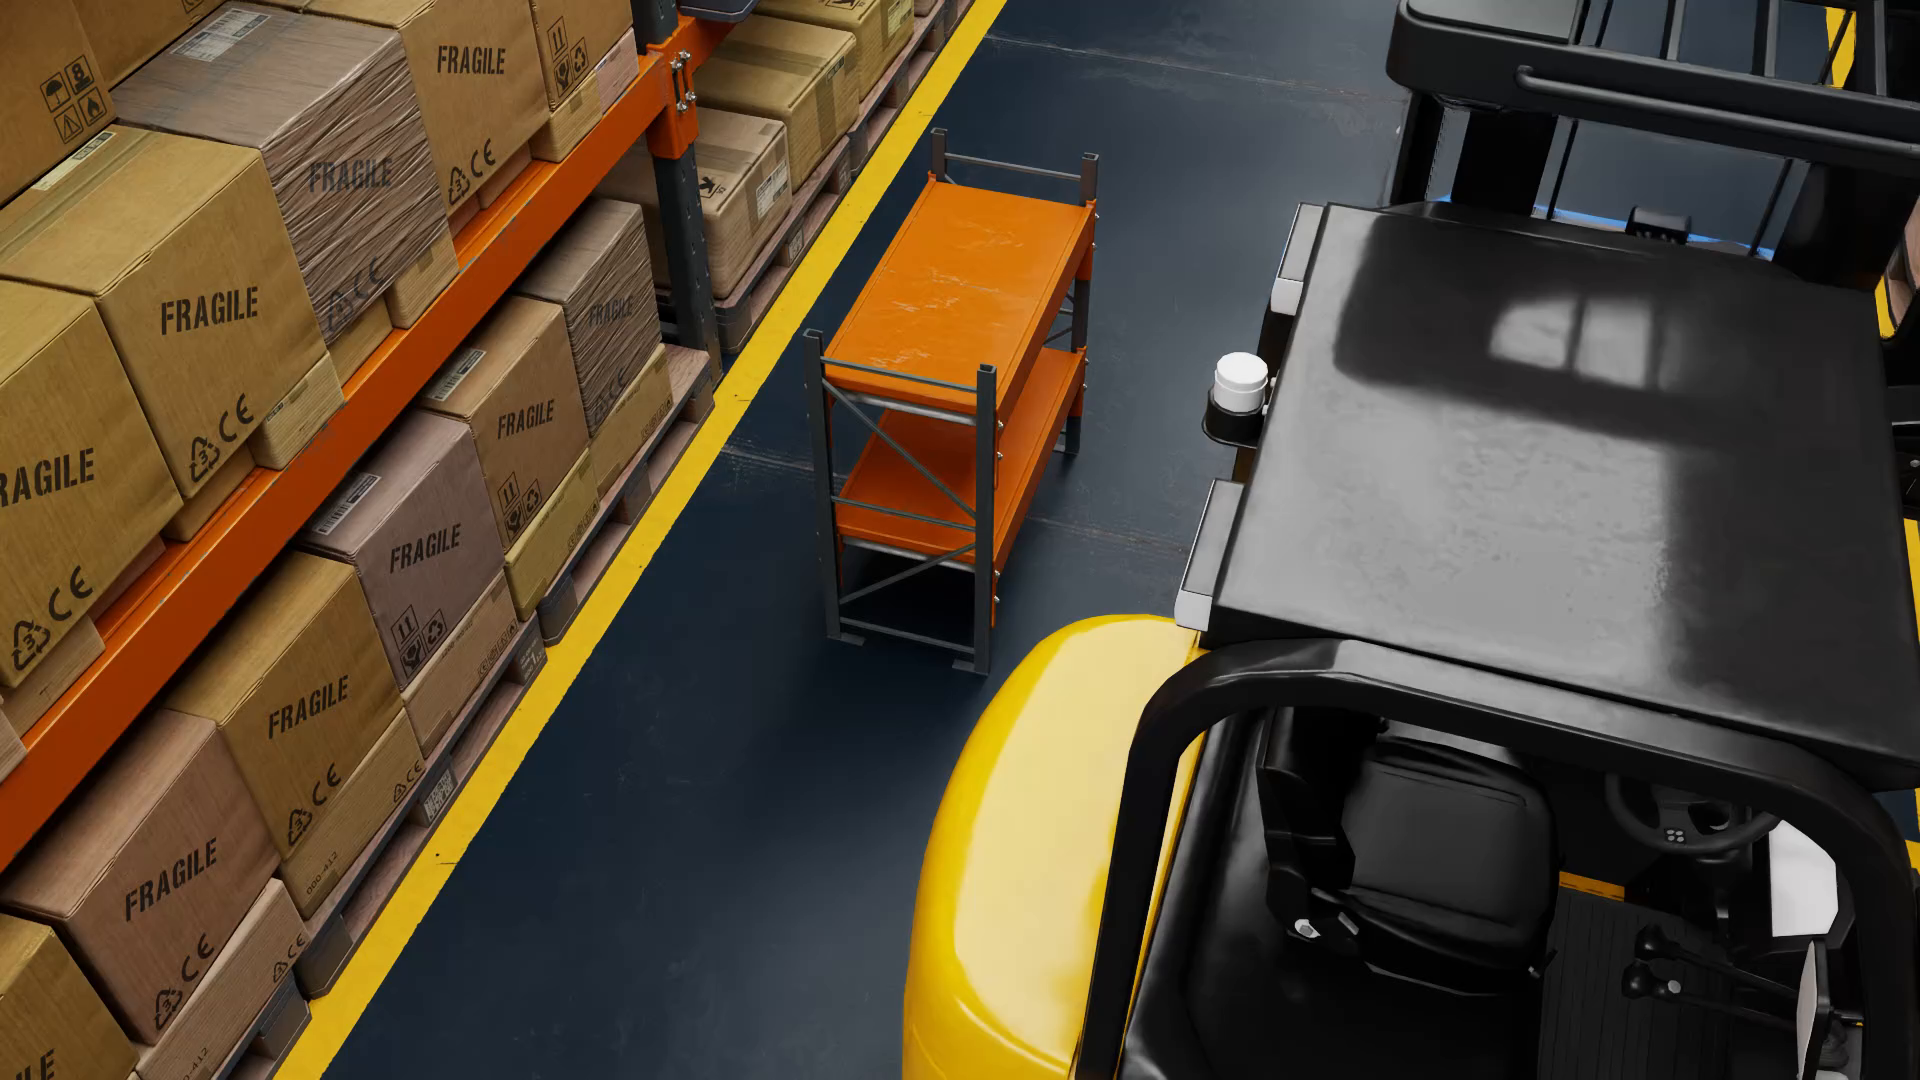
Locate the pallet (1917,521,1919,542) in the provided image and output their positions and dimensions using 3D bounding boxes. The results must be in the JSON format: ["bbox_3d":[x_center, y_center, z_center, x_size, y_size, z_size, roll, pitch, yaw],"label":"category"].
[{"bbox_3d":[3.595,-0.164,5.266,1.003,0.211,1.213,13,46,13],"label":"pallet"}]

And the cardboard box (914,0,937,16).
[{"bbox_3d":[-0.508,-2.719,7.462,0.950,0.372,0.625,12,46,12],"label":"cardboard box"}]

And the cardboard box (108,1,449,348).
[{"bbox_3d":[-1.522,-0.812,3.651,0.500,0.500,0.500,14,46,14],"label":"cardboard box"}]

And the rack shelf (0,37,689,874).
[{"bbox_3d":[-1.928,-0.120,3.742,1.077,0.370,4.000,13,46,13],"label":"rack shelf"}]

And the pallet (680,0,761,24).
[{"bbox_3d":[-0.953,-2.120,5.409,1.003,0.211,1.213,13,46,13],"label":"pallet"}]

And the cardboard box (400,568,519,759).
[{"bbox_3d":[-1.556,0.269,4.496,0.500,0.250,0.500,13,46,13],"label":"cardboard box"}]

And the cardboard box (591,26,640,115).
[{"bbox_3d":[-1.130,-1.341,4.655,0.380,0.149,0.250,12,46,12],"label":"cardboard box"}]

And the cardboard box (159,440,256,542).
[{"bbox_3d":[-1.716,-0.165,3.453,0.380,0.149,0.250,11,46,11],"label":"cardboard box"}]

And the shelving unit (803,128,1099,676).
[{"bbox_3d":[0.002,-0.407,4.861,0.538,1.125,1.048,13,46,13],"label":"shelving unit"}]

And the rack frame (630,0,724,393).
[{"bbox_3d":[-1.323,-1.710,4.853,1.000,3.000,0.127,13,46,13],"label":"rack frame"}]

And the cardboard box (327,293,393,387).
[{"bbox_3d":[-1.540,-0.499,3.795,0.380,0.149,0.250,12,46,12],"label":"cardboard box"}]

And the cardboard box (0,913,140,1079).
[{"bbox_3d":[-2.020,1.026,3.186,0.500,0.500,0.500,11,45,11],"label":"cardboard box"}]

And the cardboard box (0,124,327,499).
[{"bbox_3d":[-1.673,-0.469,3.300,0.500,0.500,0.500,12,46,12],"label":"cardboard box"}]

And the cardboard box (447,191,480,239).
[{"bbox_3d":[-1.441,-0.853,4.157,0.380,0.149,0.250,12,46,12],"label":"cardboard box"}]

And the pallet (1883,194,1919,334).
[{"bbox_3d":[3.963,-0.979,6.100,1.003,0.211,1.213,13,46,13],"label":"pallet"}]

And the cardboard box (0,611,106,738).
[{"bbox_3d":[-1.846,0.194,3.087,0.380,0.149,0.250,14,46,14],"label":"cardboard box"}]

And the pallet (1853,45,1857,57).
[{"bbox_3d":[4.334,-1.790,6.928,1.003,0.211,1.213,13,46,13],"label":"pallet"}]

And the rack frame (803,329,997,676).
[{"bbox_3d":[-0.152,-0.068,4.515,0.500,1.125,0.032,13,46,13],"label":"rack frame"}]

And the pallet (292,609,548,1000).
[{"bbox_3d":[-1.860,0.558,4.529,1.003,0.211,1.213,13,46,13],"label":"pallet"}]

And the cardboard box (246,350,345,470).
[{"bbox_3d":[-1.584,-0.320,3.612,0.380,0.149,0.250,13,46,13],"label":"cardboard box"}]

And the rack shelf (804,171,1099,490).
[{"bbox_3d":[0.002,-0.616,4.656,0.538,0.278,1.000,13,46,13],"label":"rack shelf"}]

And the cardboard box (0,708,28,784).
[{"bbox_3d":[-1.893,0.373,2.903,0.380,0.149,0.250,13,46,13],"label":"cardboard box"}]

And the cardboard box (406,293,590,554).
[{"bbox_3d":[-1.399,-0.355,4.597,0.500,0.500,0.500,13,46,13],"label":"cardboard box"}]

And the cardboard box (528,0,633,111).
[{"bbox_3d":[-1.220,-1.503,4.357,0.500,0.500,0.500,11,46,11],"label":"cardboard box"}]

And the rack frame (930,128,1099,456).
[{"bbox_3d":[0.156,-0.745,5.207,0.500,1.125,0.032,13,46,13],"label":"rack frame"}]

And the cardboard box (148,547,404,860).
[{"bbox_3d":[-1.706,0.344,3.883,0.500,0.500,0.500,13,46,13],"label":"cardboard box"}]

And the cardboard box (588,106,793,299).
[{"bbox_3d":[-1.166,-1.271,5.983,0.950,0.372,0.625,13,46,13],"label":"cardboard box"}]

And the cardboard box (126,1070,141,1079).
[{"bbox_3d":[-2.026,1.310,3.432,0.500,0.250,0.500,12,46,12],"label":"cardboard box"}]

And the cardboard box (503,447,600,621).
[{"bbox_3d":[-1.397,-0.069,4.842,0.500,0.250,0.500,11,46,11],"label":"cardboard box"}]

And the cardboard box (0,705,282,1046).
[{"bbox_3d":[-1.865,0.677,3.543,0.500,0.500,0.500,11,45,11],"label":"cardboard box"}]

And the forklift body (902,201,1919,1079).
[{"bbox_3d":[1.033,0.658,3.039,2.313,2.155,1.214,13,46,13],"label":"forklift body"}]

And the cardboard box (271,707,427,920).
[{"bbox_3d":[-1.711,0.605,4.153,0.500,0.250,0.500,15,46,15],"label":"cardboard box"}]

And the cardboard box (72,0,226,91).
[{"bbox_3d":[-2.016,-1.297,3.432,0.700,0.500,0.500,12,46,12],"label":"cardboard box"}]

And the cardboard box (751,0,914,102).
[{"bbox_3d":[-0.743,-2.215,6.947,0.950,0.372,0.625,14,46,14],"label":"cardboard box"}]

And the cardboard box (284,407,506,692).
[{"bbox_3d":[-1.552,-0.014,4.249,0.500,0.500,0.500,15,46,15],"label":"cardboard box"}]

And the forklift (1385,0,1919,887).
[{"bbox_3d":[1.318,-0.211,3.370,1.130,2.935,3.031,15,46,15],"label":"forklift"}]

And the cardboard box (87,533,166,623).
[{"bbox_3d":[-1.824,0.005,3.280,0.380,0.149,0.250,14,46,14],"label":"cardboard box"}]

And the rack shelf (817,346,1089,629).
[{"bbox_3d":[0.002,-0.232,5.032,0.538,0.278,1.000,13,46,13],"label":"rack shelf"}]

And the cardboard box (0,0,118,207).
[{"bbox_3d":[-2.087,-0.930,3.057,0.700,0.500,0.500,12,46,12],"label":"cardboard box"}]

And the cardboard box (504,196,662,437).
[{"bbox_3d":[-1.246,-0.694,4.944,0.500,0.500,0.500,12,46,12],"label":"cardboard box"}]

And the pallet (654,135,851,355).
[{"bbox_3d":[-1.088,-1.232,6.358,1.003,0.211,1.213,13,46,13],"label":"pallet"}]

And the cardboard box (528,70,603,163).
[{"bbox_3d":[-1.199,-1.173,4.484,0.380,0.149,0.250,13,46,13],"label":"cardboard box"}]

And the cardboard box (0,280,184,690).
[{"bbox_3d":[-1.819,-0.128,2.952,0.500,0.500,0.500,12,46,12],"label":"cardboard box"}]

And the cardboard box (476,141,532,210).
[{"bbox_3d":[-1.352,-1.016,4.323,0.380,0.149,0.250,13,46,13],"label":"cardboard box"}]

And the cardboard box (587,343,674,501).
[{"bbox_3d":[-1.246,-0.426,5.206,0.500,0.250,0.500,14,46,14],"label":"cardboard box"}]

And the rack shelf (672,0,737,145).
[{"bbox_3d":[-0.717,-2.786,6.466,1.077,0.370,4.000,13,46,13],"label":"rack shelf"}]

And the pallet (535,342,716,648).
[{"bbox_3d":[-1.492,-0.258,5.363,1.003,0.211,1.213,13,46,13],"label":"pallet"}]

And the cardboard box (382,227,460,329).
[{"bbox_3d":[-1.434,-0.663,3.963,0.380,0.149,0.250,12,46,12],"label":"cardboard box"}]

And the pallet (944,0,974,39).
[{"bbox_3d":[-0.350,-2.859,8.021,1.003,0.211,1.213,13,46,13],"label":"pallet"}]

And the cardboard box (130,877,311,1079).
[{"bbox_3d":[-1.865,0.971,3.778,0.500,0.250,0.500,14,46,14],"label":"cardboard box"}]

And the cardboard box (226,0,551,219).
[{"bbox_3d":[-1.370,-1.158,4.005,0.500,0.500,0.500,14,46,14],"label":"cardboard box"}]

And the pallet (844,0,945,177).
[{"bbox_3d":[-0.721,-2.048,7.192,1.003,0.211,1.213,13,46,13],"label":"pallet"}]

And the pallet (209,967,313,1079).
[{"bbox_3d":[-2.231,1.368,3.701,1.003,0.211,1.213,13,46,13],"label":"pallet"}]

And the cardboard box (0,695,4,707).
[{"bbox_3d":[-1.973,0.211,2.605,0.500,0.500,0.500,14,46,14],"label":"cardboard box"}]

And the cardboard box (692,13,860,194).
[{"bbox_3d":[-0.952,-1.751,6.473,0.950,0.372,0.625,15,46,15],"label":"cardboard box"}]
